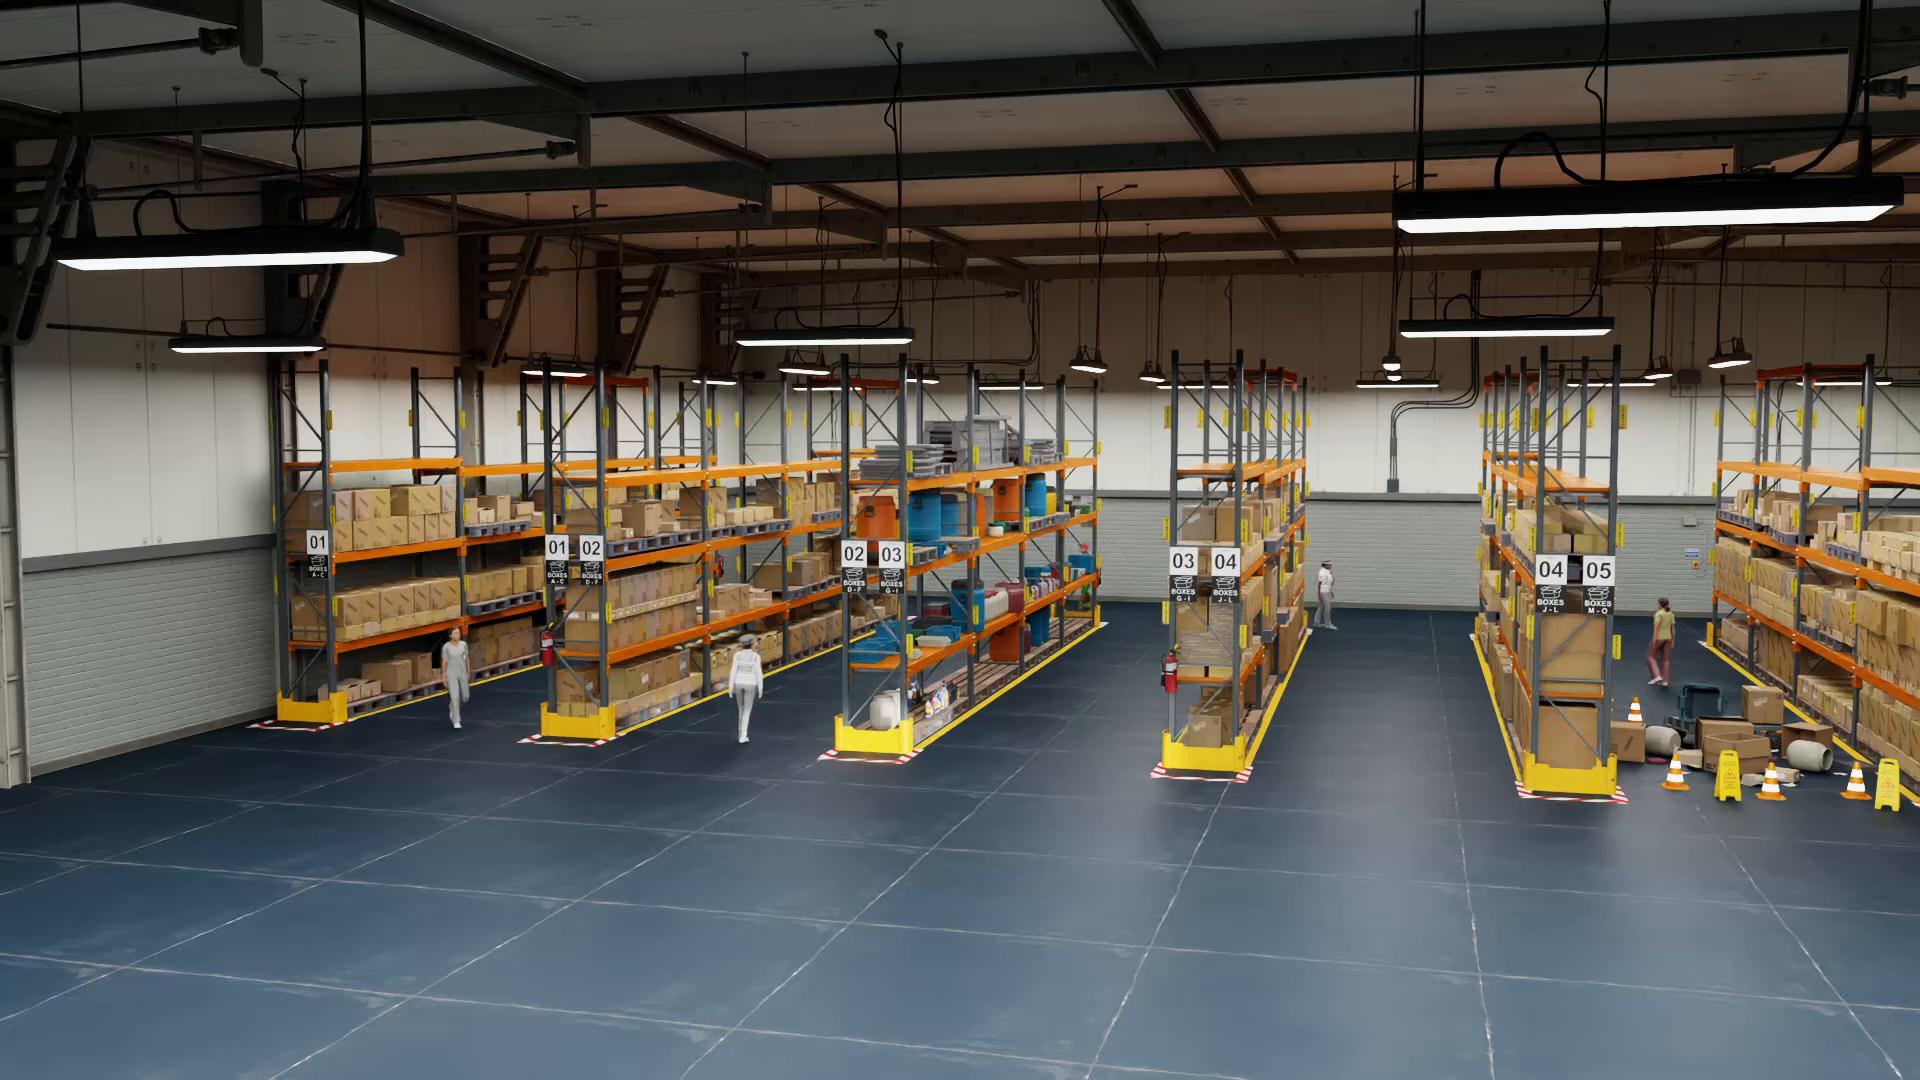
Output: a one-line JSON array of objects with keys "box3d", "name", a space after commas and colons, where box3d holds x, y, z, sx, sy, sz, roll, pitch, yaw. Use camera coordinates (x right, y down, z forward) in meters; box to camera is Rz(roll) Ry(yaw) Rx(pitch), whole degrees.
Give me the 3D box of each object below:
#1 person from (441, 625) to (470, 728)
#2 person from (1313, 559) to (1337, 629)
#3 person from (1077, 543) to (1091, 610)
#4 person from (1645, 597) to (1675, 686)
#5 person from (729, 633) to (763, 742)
[{"box3d": [-8.211, 2.211, 27.108, 0.470, 1.645, 0.649, -3, 5, -36], "name": "person"}, {"box3d": [8.841, 1.295, 40.081, 0.609, 1.674, 0.492, 2, 5, 29], "name": "person"}, {"box3d": [3.218, 0.953, 43.884, 0.571, 1.716, 1.049, 3, 5, 34], "name": "person"}, {"box3d": [13.250, 1.915, 31.405, 0.491, 1.681, 0.399, -1, 4, -15], "name": "person"}, {"box3d": [-3.329, 2.329, 25.898, 0.517, 1.737, 0.580, 1, 4, 12], "name": "person"}]
